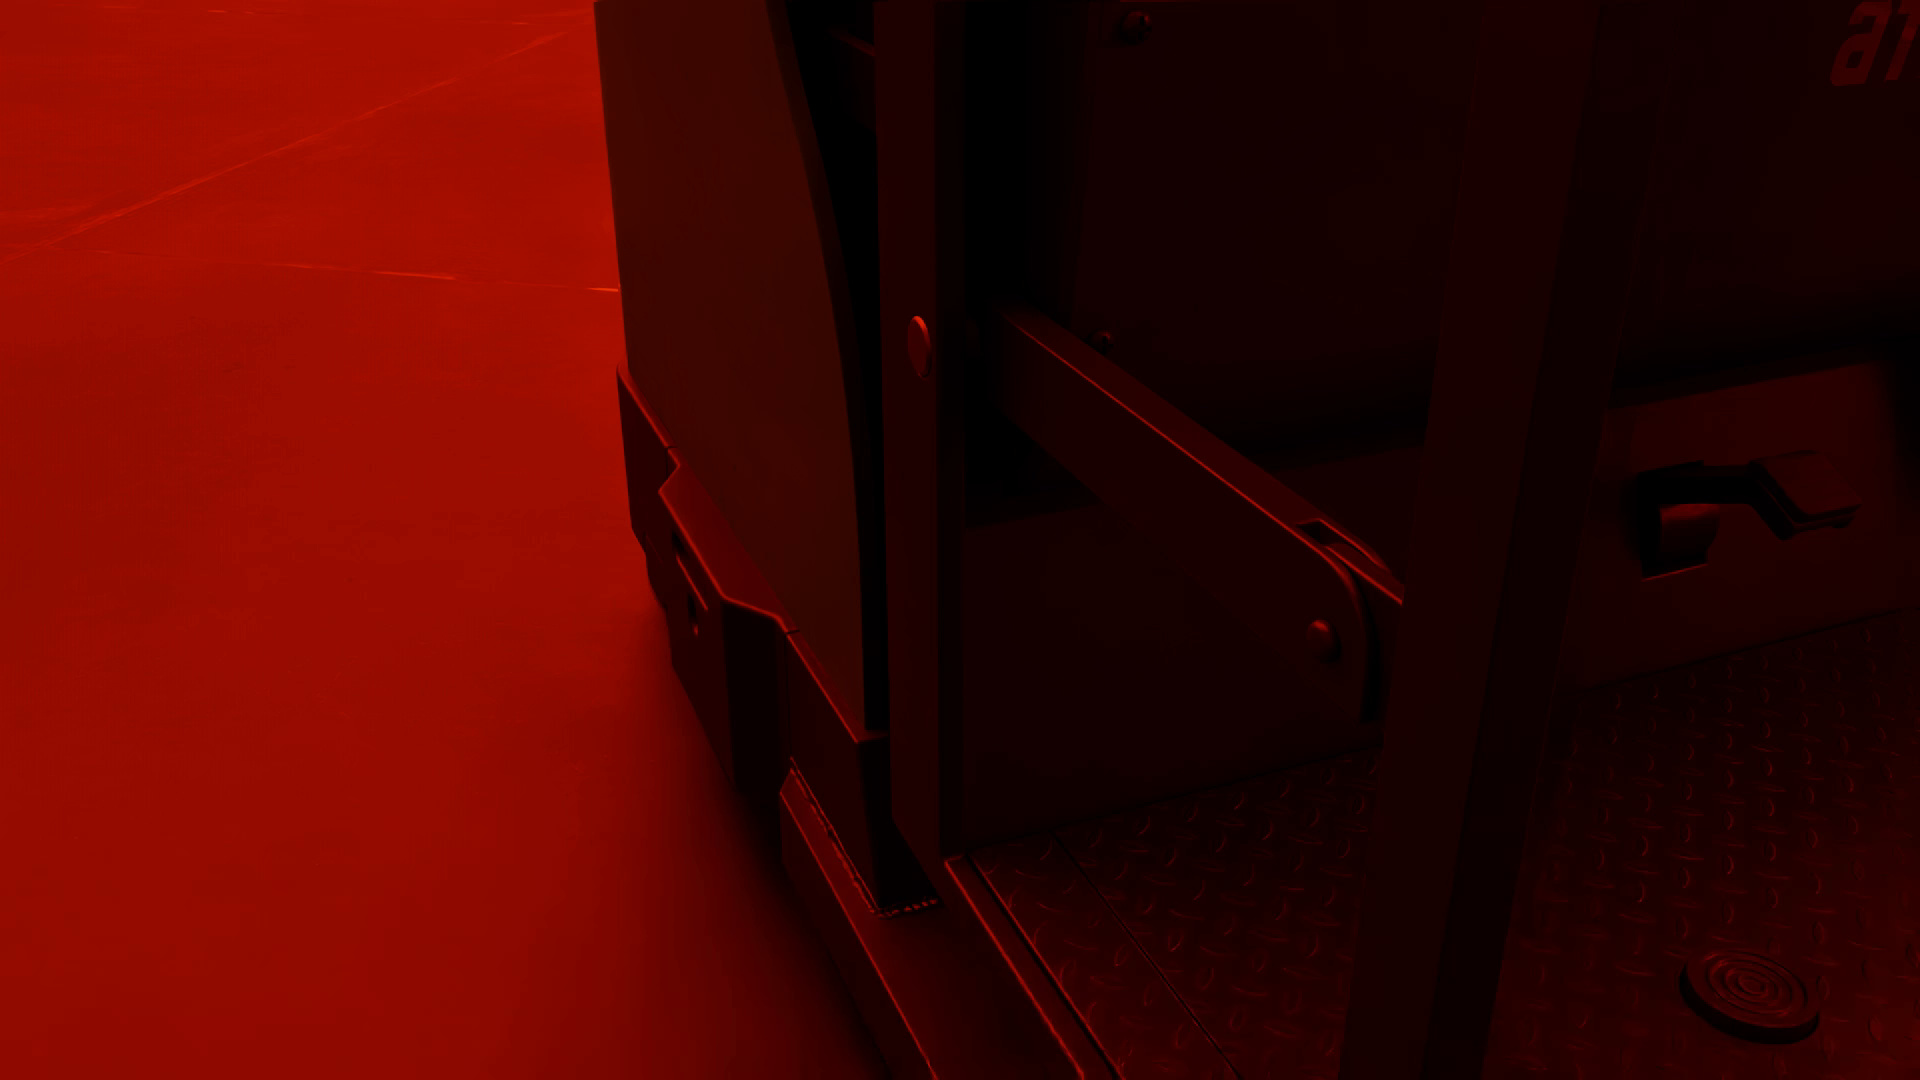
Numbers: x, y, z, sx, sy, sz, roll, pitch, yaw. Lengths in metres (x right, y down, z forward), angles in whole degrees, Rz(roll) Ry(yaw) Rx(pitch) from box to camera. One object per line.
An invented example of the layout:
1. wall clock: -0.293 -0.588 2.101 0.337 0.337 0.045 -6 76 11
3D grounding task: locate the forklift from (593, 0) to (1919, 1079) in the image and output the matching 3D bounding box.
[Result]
1. forklift: 0.563 -0.761 0.754 1.130 2.935 3.031 -11 29 -20
